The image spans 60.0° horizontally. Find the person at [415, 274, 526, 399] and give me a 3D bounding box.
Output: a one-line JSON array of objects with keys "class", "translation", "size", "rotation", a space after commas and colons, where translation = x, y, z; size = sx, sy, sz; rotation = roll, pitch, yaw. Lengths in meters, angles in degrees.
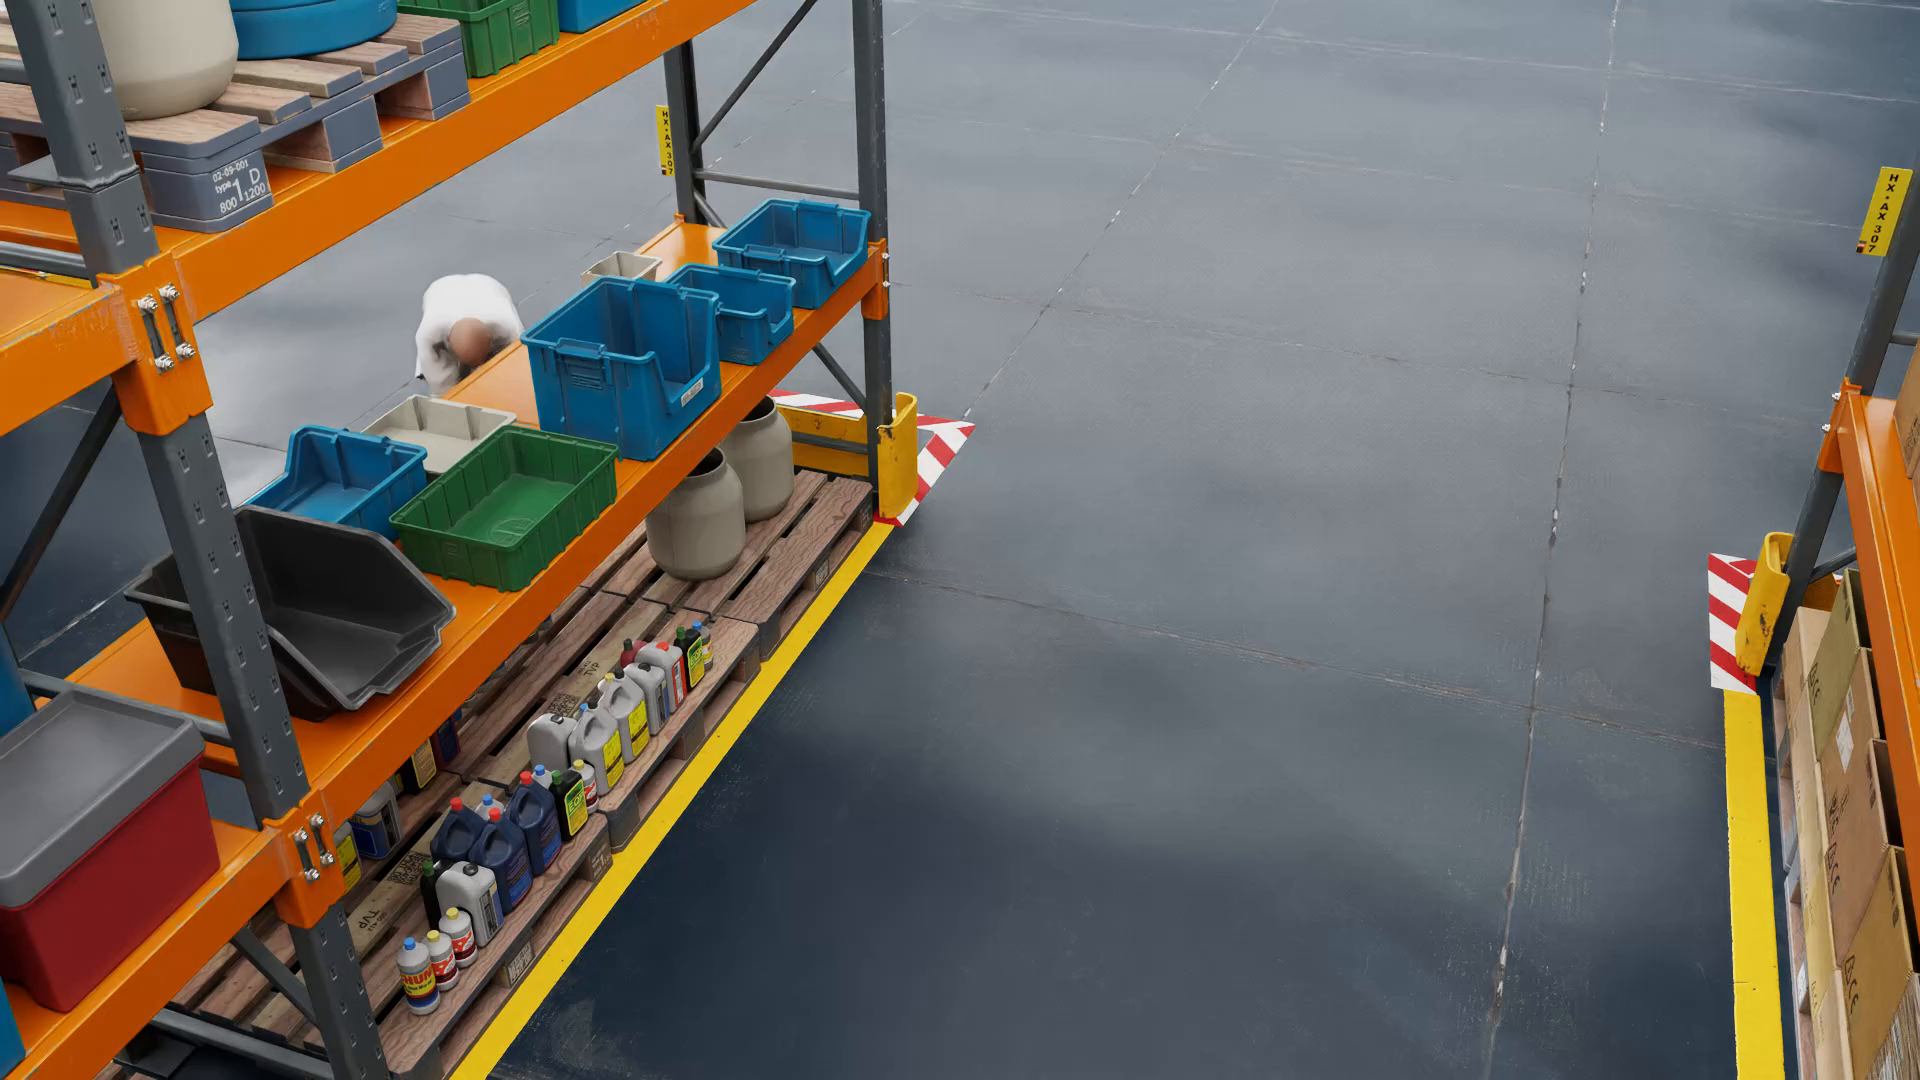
[{"class": "person", "translation": [-2.254, -0.675, 7.818], "size": [0.579, 1.107, 0.939], "rotation": [-8, 34, -13]}]
